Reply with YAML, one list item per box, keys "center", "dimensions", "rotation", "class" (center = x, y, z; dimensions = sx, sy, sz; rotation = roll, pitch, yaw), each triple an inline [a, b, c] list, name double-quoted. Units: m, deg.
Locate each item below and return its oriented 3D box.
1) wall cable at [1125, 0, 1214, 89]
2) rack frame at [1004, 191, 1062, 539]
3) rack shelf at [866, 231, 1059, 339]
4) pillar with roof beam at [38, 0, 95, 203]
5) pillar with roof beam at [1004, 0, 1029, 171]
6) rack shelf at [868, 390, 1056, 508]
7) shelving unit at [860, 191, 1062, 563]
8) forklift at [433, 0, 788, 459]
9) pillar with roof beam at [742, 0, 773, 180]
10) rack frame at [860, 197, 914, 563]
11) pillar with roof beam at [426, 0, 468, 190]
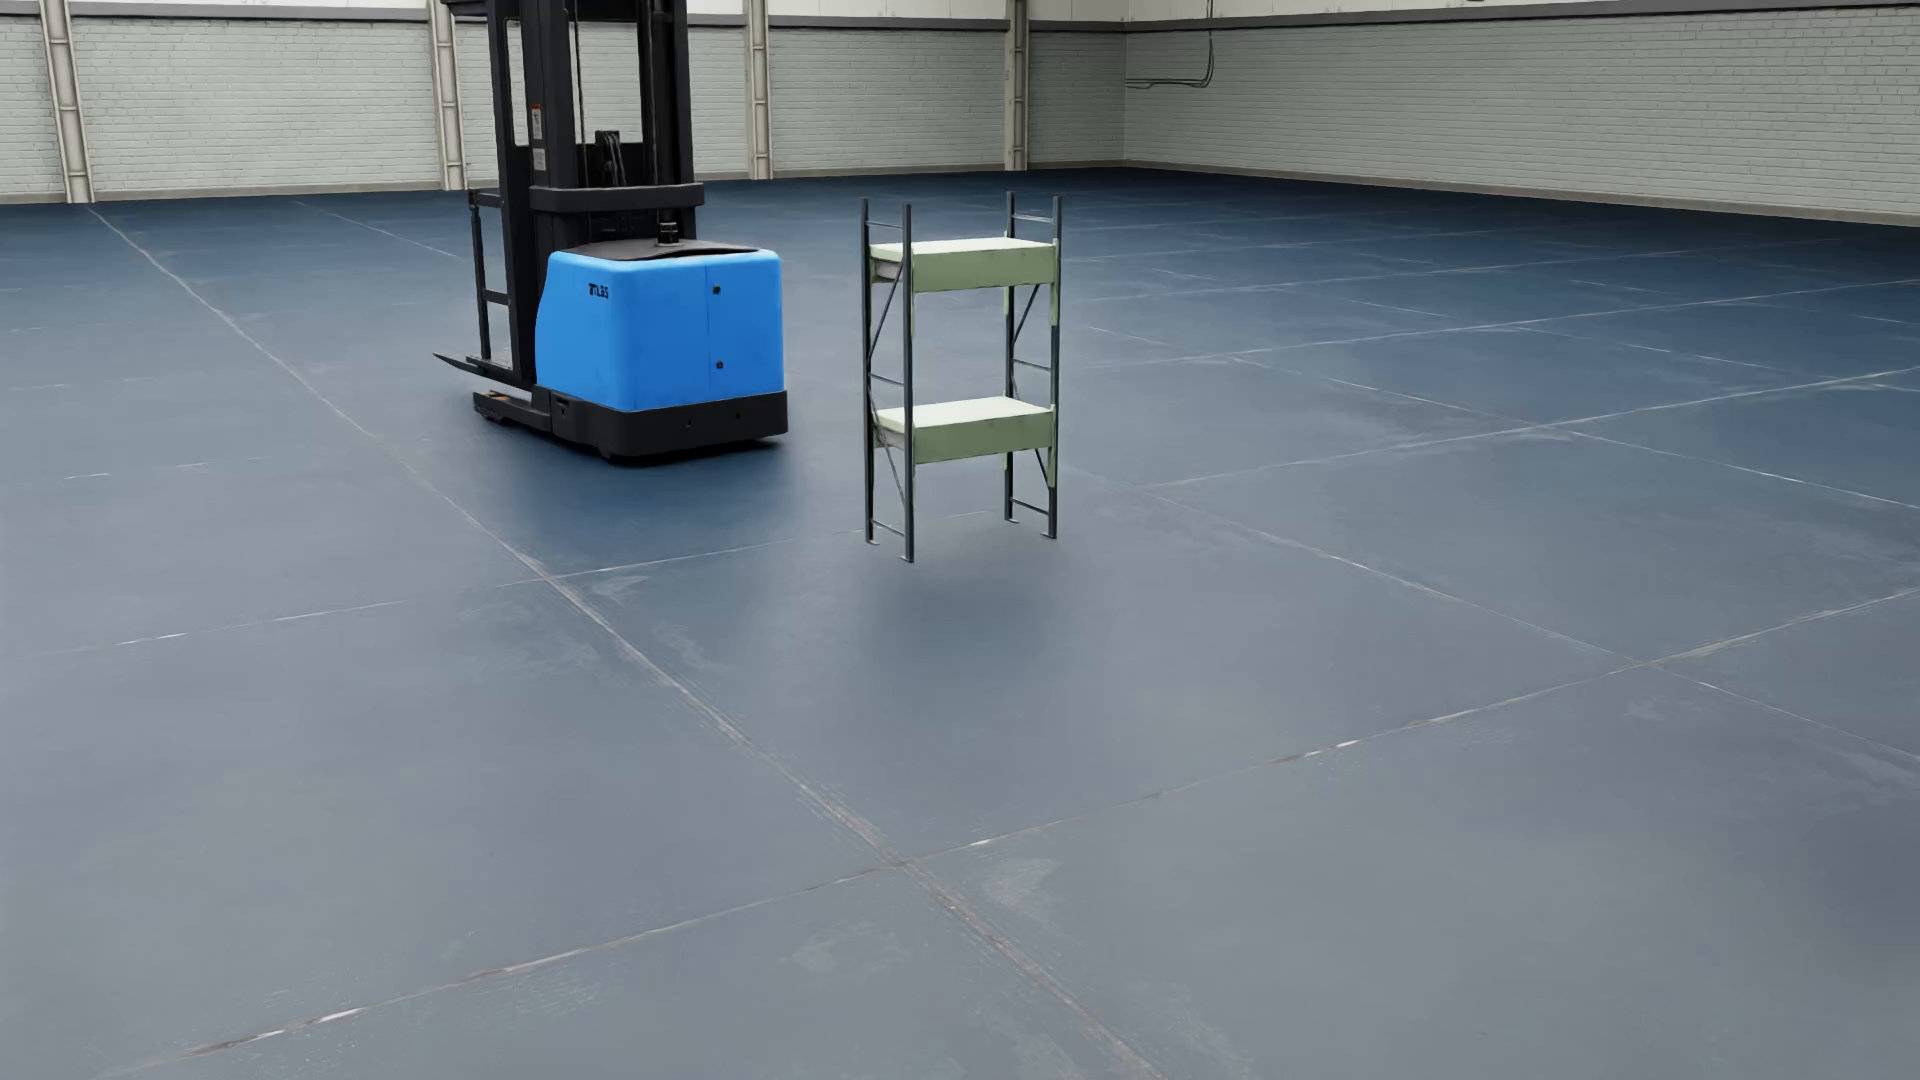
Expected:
- center: [4.409, -10.911, 35.414]
  dimensions: [0.112, 2.526, 3.097]
  rotation: [-9, 18, -30]
  class: "wall cable"
- center: [0.319, -0.774, 7.392]
  dimensions: [0.023, 1.500, 0.400]
  rotation: [-9, 18, -30]
  class: "rack frame"
- center: [0.006, -1.099, 7.105]
  dimensions: [0.720, 0.370, 0.431]
  rotation: [-9, 18, -30]
  class: "rack shelf"
- center: [-12.010, -8.804, 22.146]
  dimensions: [0.400, 9.000, 9.100]
  rotation: [-9, 18, -30]
  class: "pillar with roof beam"
- center: [3.419, -11.306, 31.072]
  dimensions: [0.400, 9.000, 9.100]
  rotation: [-9, 18, -30]
  class: "pillar with roof beam"
- center: [0.006, -0.409, 7.299]
  dimensions: [0.720, 0.370, 0.431]
  rotation: [-9, 18, -30]
  class: "rack shelf"
- center: [0.006, -0.723, 7.211]
  dimensions: [0.755, 1.500, 0.431]
  rotation: [-9, 18, -30]
  class: "shelving unit"
- center: [-2.277, -2.175, 9.737]
  dimensions: [1.130, 2.935, 3.031]
  rotation: [-12, 20, -37]
  class: "forklift"
- center: [-1.724, -10.472, 28.097]
  dimensions: [0.400, 9.000, 9.100]
  rotation: [-9, 18, -30]
  class: "pillar with roof beam"
- center: [-0.308, -0.672, 7.029]
  dimensions: [0.023, 1.500, 0.400]
  rotation: [-9, 18, -30]
  class: "rack frame"
- center: [-6.867, -9.638, 25.121]
  dimensions: [0.400, 9.000, 9.100]
  rotation: [-9, 18, -30]
  class: "pillar with roof beam"
